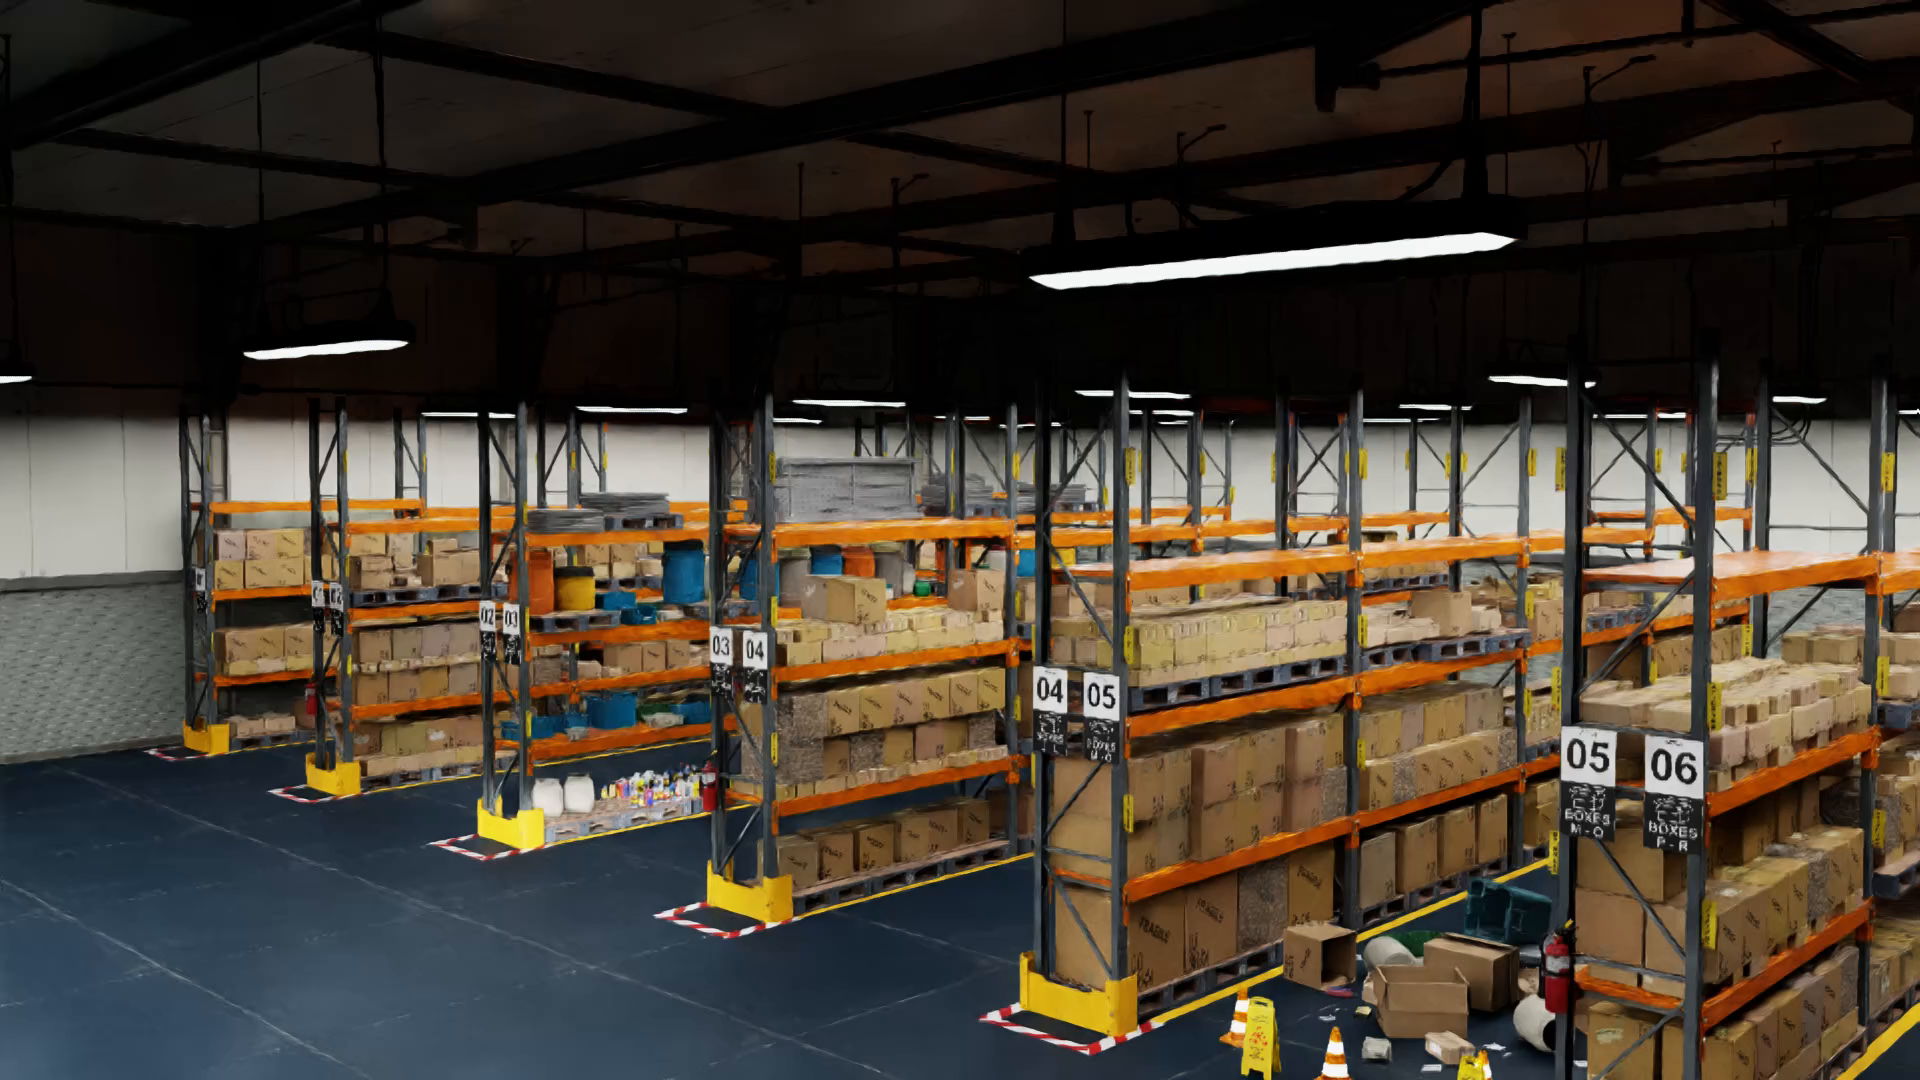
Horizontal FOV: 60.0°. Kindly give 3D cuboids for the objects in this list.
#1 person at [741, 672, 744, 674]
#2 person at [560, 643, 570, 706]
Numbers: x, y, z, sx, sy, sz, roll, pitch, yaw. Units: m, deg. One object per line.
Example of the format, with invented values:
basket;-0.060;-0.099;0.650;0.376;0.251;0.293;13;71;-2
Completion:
person;-4.258;2.484;34.477;0.577;1.733;0.880;3;4;43
person;-7.697;2.682;32.421;0.562;1.527;0.782;2;3;27
